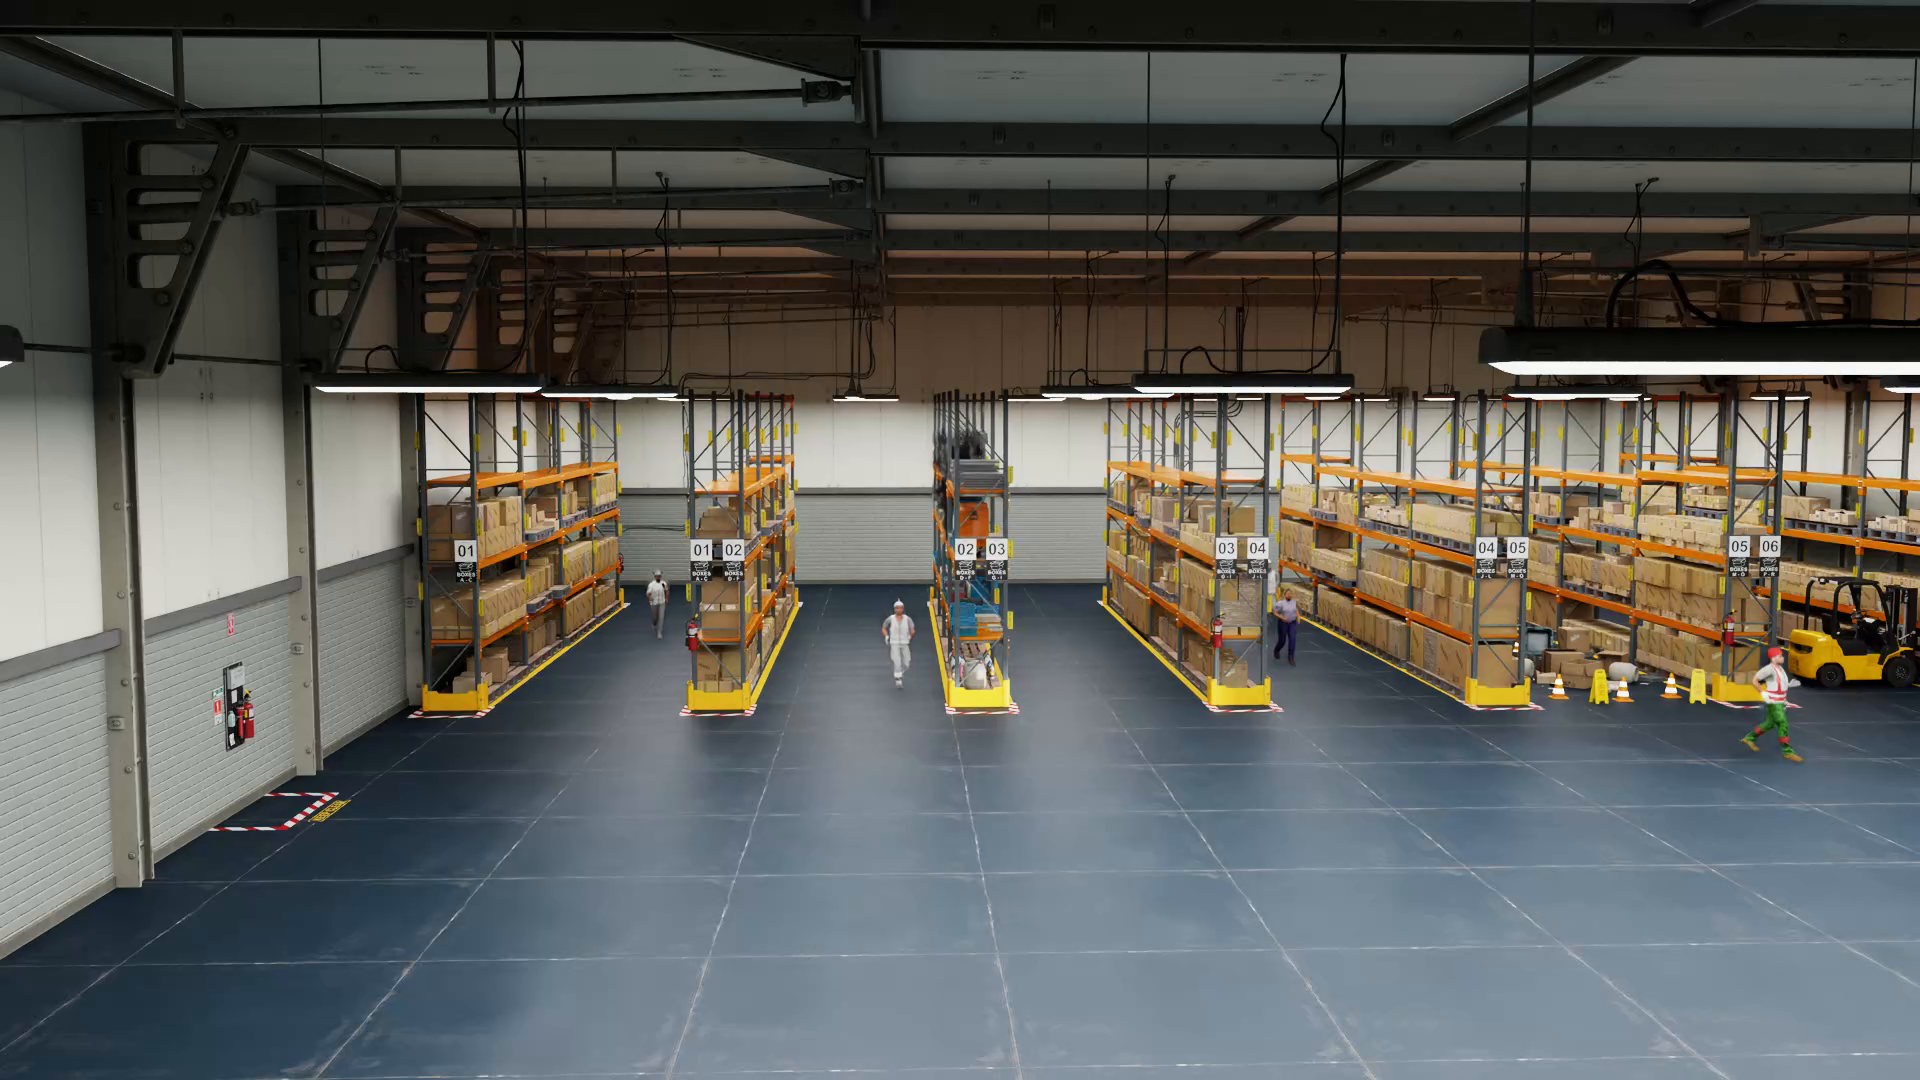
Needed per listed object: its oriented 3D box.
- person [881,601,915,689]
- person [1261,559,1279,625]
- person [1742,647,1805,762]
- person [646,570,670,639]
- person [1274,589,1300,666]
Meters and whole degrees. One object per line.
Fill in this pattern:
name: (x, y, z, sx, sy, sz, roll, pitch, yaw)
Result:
person: (-1.239, 2.112, 33.604, 0.663, 1.748, 0.780, -1, 5, -11)
person: (7.951, 1.354, 42.883, 0.635, 1.727, 0.564, 0, 5, -1)
person: (13.132, 2.616, 26.766, 0.965, 1.778, 0.659, 4, 6, 43)
person: (-7.406, 1.566, 40.840, 0.578, 1.684, 0.782, -1, 5, -16)
person: (7.242, 1.908, 36.848, 0.628, 1.663, 0.803, -1, 5, -11)
